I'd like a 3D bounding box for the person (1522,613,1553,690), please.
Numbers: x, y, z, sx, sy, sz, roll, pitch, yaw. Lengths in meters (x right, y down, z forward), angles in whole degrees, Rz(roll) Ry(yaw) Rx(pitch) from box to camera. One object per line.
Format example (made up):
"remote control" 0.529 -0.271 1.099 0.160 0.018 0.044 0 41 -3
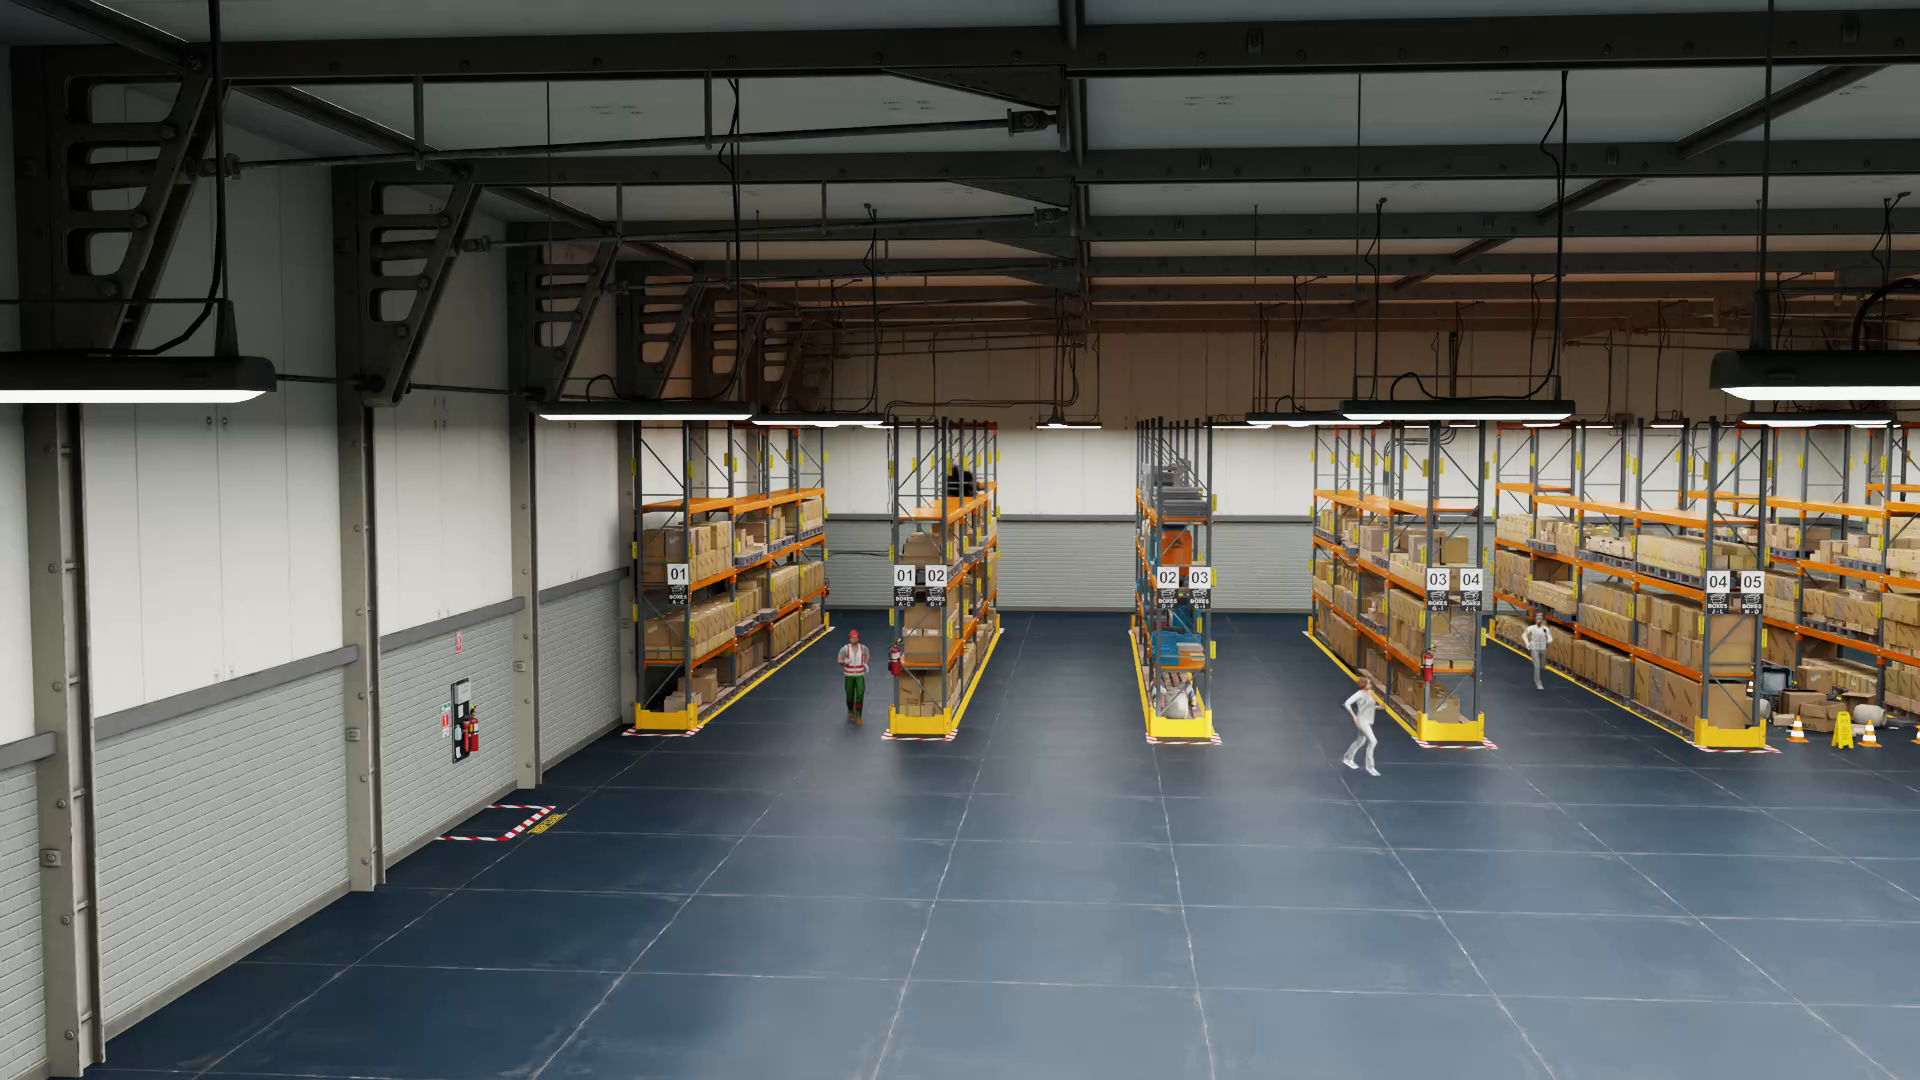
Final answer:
"person" 12.886 2.453 37.063 0.622 1.670 0.877 0 4 3

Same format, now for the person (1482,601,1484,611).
"person" 13.369 2.072 43.435 0.554 1.592 0.824 0 4 -3

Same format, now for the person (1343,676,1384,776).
"person" 6.743 3.099 27.822 0.728 1.642 0.510 3 4 34

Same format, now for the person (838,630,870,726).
"person" -2.070 2.675 32.570 0.646 1.814 0.843 -1 4 -8
